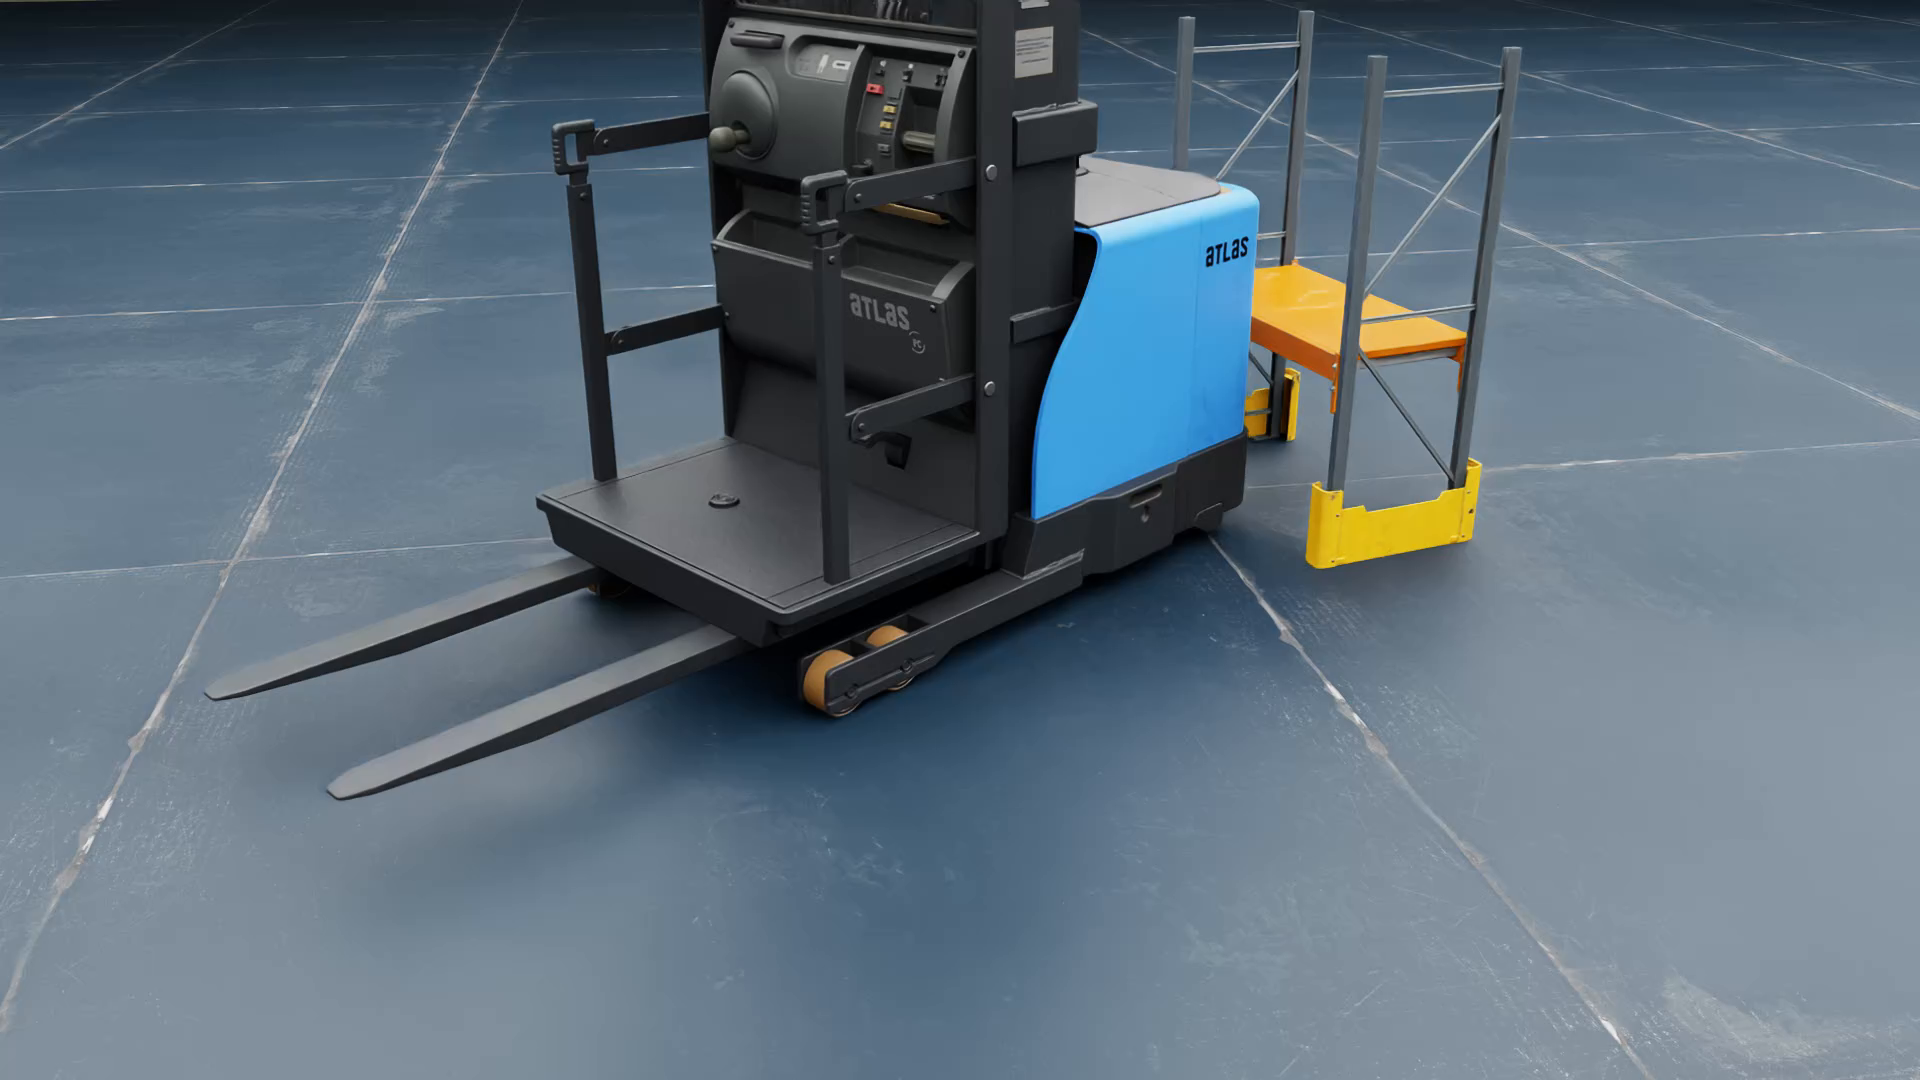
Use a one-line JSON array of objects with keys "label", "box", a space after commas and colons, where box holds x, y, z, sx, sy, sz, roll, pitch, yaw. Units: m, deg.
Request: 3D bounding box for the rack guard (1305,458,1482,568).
[{"label": "rack guard", "box": [1.341, -0.087, 5.136, 0.587, 0.250, 0.087, -10, 25, -21]}]

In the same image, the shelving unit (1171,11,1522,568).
[{"label": "shelving unit", "box": [1.145, -0.843, 5.305, 0.587, 1.500, 1.083, -10, 25, -21]}]

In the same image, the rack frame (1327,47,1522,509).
[{"label": "rack frame", "box": [1.341, -0.659, 4.885, 0.500, 1.500, 0.032, -10, 25, -21]}]

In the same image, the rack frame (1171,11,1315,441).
[{"label": "rack frame", "box": [0.942, -1.033, 5.742, 0.500, 1.500, 0.032, -10, 25, -21]}]

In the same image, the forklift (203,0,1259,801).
[{"label": "forklift", "box": [-0.474, -1.126, 4.167, 1.130, 2.935, 3.031, 21, 31, 40]}]

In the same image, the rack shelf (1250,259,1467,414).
[{"label": "rack shelf", "box": [1.142, -0.681, 5.385, 0.538, 0.185, 1.000, -10, 25, -21]}]

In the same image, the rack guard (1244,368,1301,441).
[{"label": "rack guard", "box": [0.950, -0.453, 5.975, 0.587, 0.250, 0.087, -10, 25, -21]}]
